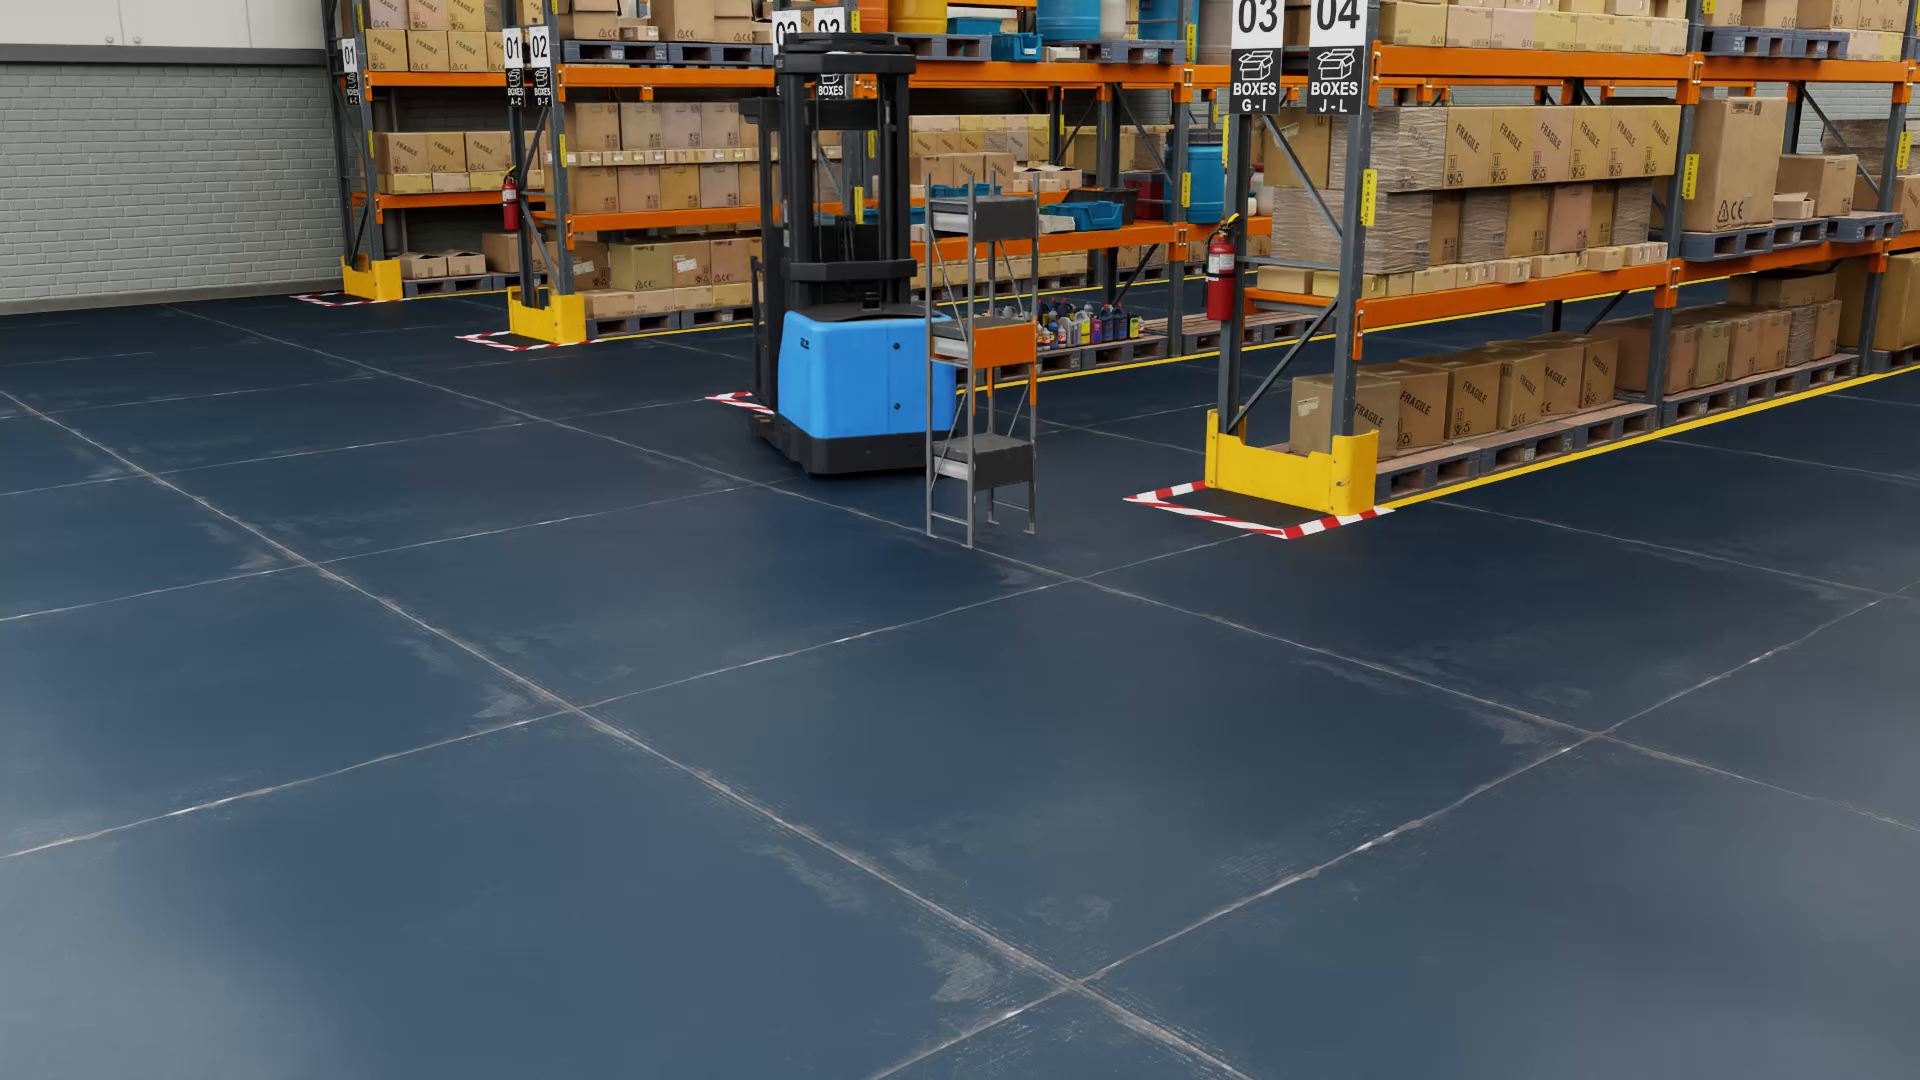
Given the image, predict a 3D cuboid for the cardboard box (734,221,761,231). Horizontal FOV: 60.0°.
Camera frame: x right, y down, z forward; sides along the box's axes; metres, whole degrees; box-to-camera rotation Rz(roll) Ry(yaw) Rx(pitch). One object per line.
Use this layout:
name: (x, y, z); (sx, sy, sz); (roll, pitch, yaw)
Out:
cardboard box: (-3.359, -4.598, 25.144); (0.500, 0.500, 0.700); (-12, 19, -39)

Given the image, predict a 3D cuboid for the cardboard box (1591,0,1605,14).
cardboard box: (4.200, -3.687, 11.446); (0.250, 0.149, 0.380); (-12, 19, -37)

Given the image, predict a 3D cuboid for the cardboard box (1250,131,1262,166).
cardboard box: (4.114, -5.896, 25.002); (0.700, 0.500, 0.500); (8, 17, 28)

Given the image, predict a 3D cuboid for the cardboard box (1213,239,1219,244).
cardboard box: (3.677, -4.380, 24.325); (0.500, 0.500, 0.500); (-12, 19, -39)

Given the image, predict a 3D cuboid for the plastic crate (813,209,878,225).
plastic crate: (-1.004, -2.755, 14.538); (0.616, 0.251, 0.499); (-13, 19, -39)

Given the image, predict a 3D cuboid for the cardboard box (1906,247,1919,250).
cardboard box: (9.313, -2.513, 16.650); (0.875, 0.875, 1.225); (-13, 19, -39)

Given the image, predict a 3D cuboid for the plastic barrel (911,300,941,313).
plastic barrel: (-0.361, -1.896, 15.041); (0.421, 0.512, 0.421); (0, 15, 0)

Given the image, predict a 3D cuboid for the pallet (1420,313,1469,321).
pallet: (5.417, -2.833, 19.948); (1.213, 0.211, 1.003); (-13, 19, -39)

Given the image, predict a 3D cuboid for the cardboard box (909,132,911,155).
cardboard box: (-1.119, -6.202, 26.345); (0.500, 0.500, 0.500); (-12, 19, -38)

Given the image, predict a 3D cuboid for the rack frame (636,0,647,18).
rack frame: (-4.671, -8.188, 22.967); (0.127, 3.000, 1.000); (-13, 19, -39)

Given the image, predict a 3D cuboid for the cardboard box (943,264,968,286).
cardboard box: (-0.174, -3.395, 21.163); (0.500, 0.250, 0.500); (-13, 20, -41)

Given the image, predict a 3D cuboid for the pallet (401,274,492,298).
pallet: (-6.995, -3.409, 22.102); (1.213, 0.211, 1.003); (-13, 19, -39)

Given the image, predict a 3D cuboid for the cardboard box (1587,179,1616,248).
cardboard box: (4.303, -2.447, 12.328); (0.500, 0.500, 0.875); (-13, 19, -39)

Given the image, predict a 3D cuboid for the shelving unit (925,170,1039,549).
shelving unit: (0.125, -1.042, 9.584); (0.503, 2.100, 0.431); (-13, 19, -39)

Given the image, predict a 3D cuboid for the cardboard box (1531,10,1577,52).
cardboard box: (3.750, -3.388, 11.100); (0.500, 0.250, 0.500); (-12, 19, -38)

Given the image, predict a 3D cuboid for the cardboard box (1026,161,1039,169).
cardboard box: (1.120, -6.374, 28.246); (0.250, 0.149, 0.380); (-12, 19, -38)

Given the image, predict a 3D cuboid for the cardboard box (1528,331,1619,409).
cardboard box: (4.755, -1.332, 12.954); (0.500, 0.500, 0.500); (-13, 20, -41)

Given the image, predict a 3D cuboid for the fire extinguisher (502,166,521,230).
fire extinguisher: (-4.828, -3.681, 17.870); (0.183, 0.674, 0.296); (-13, 19, -39)

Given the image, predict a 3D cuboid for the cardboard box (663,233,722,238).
cardboard box: (-3.102, -3.291, 19.318); (0.500, 0.500, 0.500); (-13, 19, -39)

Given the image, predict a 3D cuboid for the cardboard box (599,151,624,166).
cardboard box: (-3.799, -4.080, 17.761); (0.250, 0.149, 0.380); (-13, 20, -41)

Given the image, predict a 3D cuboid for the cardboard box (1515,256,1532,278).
cardboard box: (3.734, -1.903, 11.549); (0.250, 0.149, 0.380); (-13, 19, -39)

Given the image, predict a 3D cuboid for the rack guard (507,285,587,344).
rack guard: (-4.452, -2.437, 17.904); (0.348, 0.500, 1.175); (-13, 19, -39)

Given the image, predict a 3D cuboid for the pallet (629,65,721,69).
pallet: (-4.136, -6.732, 23.692); (1.003, 0.211, 1.213); (-13, 19, -39)

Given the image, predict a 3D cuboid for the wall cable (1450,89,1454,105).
wall cable: (8.883, -9.609, 34.305); (0.112, 2.526, 3.097); (-13, 19, -39)

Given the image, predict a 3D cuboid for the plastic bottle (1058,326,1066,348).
plastic bottle: (0.951, -1.917, 15.685); (0.097, 0.201, 0.097); (0, 15, 0)

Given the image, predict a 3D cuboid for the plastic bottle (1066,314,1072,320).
plastic bottle: (1.060, -2.024, 15.928); (0.133, 0.283, 0.061); (-13, 19, -39)

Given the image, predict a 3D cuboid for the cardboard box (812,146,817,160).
cardboard box: (-1.865, -4.514, 19.384); (0.250, 0.149, 0.380); (-13, 20, -41)

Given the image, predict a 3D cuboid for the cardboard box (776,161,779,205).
cardboard box: (-2.141, -4.207, 19.495); (0.500, 0.500, 0.700); (-13, 20, -40)

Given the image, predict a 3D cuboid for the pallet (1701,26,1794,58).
pallet: (5.619, -3.839, 12.862); (1.003, 0.211, 1.213); (-13, 19, -39)

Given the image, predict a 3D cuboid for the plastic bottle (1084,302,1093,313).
plastic bottle: (1.304, -2.287, 16.933); (0.097, 0.271, 0.097); (0, 15, 0)

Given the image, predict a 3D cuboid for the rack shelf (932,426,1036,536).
rack shelf: (0.125, -0.353, 9.768); (0.480, 0.518, 0.431); (-13, 19, -39)

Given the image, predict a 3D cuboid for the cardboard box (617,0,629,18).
cardboard box: (-4.871, -7.142, 22.694); (0.500, 0.500, 0.500); (14, 20, 42)

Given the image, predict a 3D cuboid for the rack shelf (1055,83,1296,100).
rack shelf: (3.110, -6.444, 23.644); (4.000, 0.370, 1.077); (-13, 19, -39)

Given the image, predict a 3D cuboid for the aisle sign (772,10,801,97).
aisle sign: (-1.435, -3.985, 13.819); (0.004, 0.787, 0.394); (-13, 19, -39)

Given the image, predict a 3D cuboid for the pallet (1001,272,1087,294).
pallet: (0.954, -3.525, 22.536); (1.213, 0.211, 1.003); (-13, 19, -39)

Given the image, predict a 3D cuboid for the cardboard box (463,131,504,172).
cardboard box: (-6.358, -5.102, 21.837); (0.500, 0.500, 0.500); (-13, 20, -41)

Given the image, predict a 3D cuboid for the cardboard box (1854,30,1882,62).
cardboard box: (7.538, -4.236, 14.275); (0.500, 0.250, 0.500); (-13, 20, -40)

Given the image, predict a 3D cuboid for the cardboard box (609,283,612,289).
cardboard box: (-3.854, -2.758, 18.778); (0.500, 0.250, 0.500); (-13, 19, -39)

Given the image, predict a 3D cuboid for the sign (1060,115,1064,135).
sign: (1.727, -7.062, 28.286); (0.005, 0.325, 0.100); (-13, 19, -39)

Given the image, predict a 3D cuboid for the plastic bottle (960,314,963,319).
plastic bottle: (-0.011, -2.003, 15.849); (0.133, 0.283, 0.061); (-12, 19, -38)

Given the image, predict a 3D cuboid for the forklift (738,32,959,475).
forklift: (-0.978, -2.193, 12.279); (1.130, 2.935, 3.031); (-5, 16, -19)

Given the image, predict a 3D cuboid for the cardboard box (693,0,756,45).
cardboard box: (-2.742, -5.841, 18.708); (0.637, 0.503, 0.797); (-10, 18, -33)

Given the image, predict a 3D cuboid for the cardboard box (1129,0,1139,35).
cardboard box: (2.319, -7.143, 22.736); (0.500, 0.500, 0.500); (-13, 19, -39)

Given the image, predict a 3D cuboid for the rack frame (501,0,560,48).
rack frame: (-4.434, -6.547, 16.822); (0.127, 3.000, 1.000); (-13, 19, -39)

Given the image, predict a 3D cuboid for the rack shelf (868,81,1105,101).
rack shelf: (0.092, -5.766, 21.107); (4.000, 0.370, 1.077); (-13, 19, -39)

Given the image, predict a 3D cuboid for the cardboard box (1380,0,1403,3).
cardboard box: (2.425, -3.290, 9.961); (0.250, 0.149, 0.380); (-13, 20, -40)

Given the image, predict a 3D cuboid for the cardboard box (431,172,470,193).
cardboard box: (-6.730, -4.661, 21.639); (0.500, 0.250, 0.500); (-13, 20, -41)

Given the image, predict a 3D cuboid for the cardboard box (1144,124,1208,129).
cardboard box: (4.003, -7.379, 30.982); (0.700, 0.700, 0.980); (-12, 19, -37)

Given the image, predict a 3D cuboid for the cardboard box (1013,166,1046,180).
cardboard box: (0.799, -4.847, 22.255); (0.500, 0.311, 0.500); (-13, 20, -40)

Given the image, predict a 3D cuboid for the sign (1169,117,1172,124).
sign: (4.022, -7.888, 31.638); (0.005, 0.325, 0.100); (-13, 19, -39)

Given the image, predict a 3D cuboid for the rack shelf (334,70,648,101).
rack shelf: (-6.180, -6.053, 22.178); (4.000, 0.370, 1.077); (-13, 19, -39)

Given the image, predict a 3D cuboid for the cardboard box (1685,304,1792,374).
cardboard box: (6.775, -1.768, 14.548); (0.500, 0.500, 0.700); (-11, 18, -35)

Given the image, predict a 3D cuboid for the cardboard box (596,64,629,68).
cardboard box: (-4.892, -6.663, 22.836); (0.500, 0.500, 0.500); (-12, 19, -38)
